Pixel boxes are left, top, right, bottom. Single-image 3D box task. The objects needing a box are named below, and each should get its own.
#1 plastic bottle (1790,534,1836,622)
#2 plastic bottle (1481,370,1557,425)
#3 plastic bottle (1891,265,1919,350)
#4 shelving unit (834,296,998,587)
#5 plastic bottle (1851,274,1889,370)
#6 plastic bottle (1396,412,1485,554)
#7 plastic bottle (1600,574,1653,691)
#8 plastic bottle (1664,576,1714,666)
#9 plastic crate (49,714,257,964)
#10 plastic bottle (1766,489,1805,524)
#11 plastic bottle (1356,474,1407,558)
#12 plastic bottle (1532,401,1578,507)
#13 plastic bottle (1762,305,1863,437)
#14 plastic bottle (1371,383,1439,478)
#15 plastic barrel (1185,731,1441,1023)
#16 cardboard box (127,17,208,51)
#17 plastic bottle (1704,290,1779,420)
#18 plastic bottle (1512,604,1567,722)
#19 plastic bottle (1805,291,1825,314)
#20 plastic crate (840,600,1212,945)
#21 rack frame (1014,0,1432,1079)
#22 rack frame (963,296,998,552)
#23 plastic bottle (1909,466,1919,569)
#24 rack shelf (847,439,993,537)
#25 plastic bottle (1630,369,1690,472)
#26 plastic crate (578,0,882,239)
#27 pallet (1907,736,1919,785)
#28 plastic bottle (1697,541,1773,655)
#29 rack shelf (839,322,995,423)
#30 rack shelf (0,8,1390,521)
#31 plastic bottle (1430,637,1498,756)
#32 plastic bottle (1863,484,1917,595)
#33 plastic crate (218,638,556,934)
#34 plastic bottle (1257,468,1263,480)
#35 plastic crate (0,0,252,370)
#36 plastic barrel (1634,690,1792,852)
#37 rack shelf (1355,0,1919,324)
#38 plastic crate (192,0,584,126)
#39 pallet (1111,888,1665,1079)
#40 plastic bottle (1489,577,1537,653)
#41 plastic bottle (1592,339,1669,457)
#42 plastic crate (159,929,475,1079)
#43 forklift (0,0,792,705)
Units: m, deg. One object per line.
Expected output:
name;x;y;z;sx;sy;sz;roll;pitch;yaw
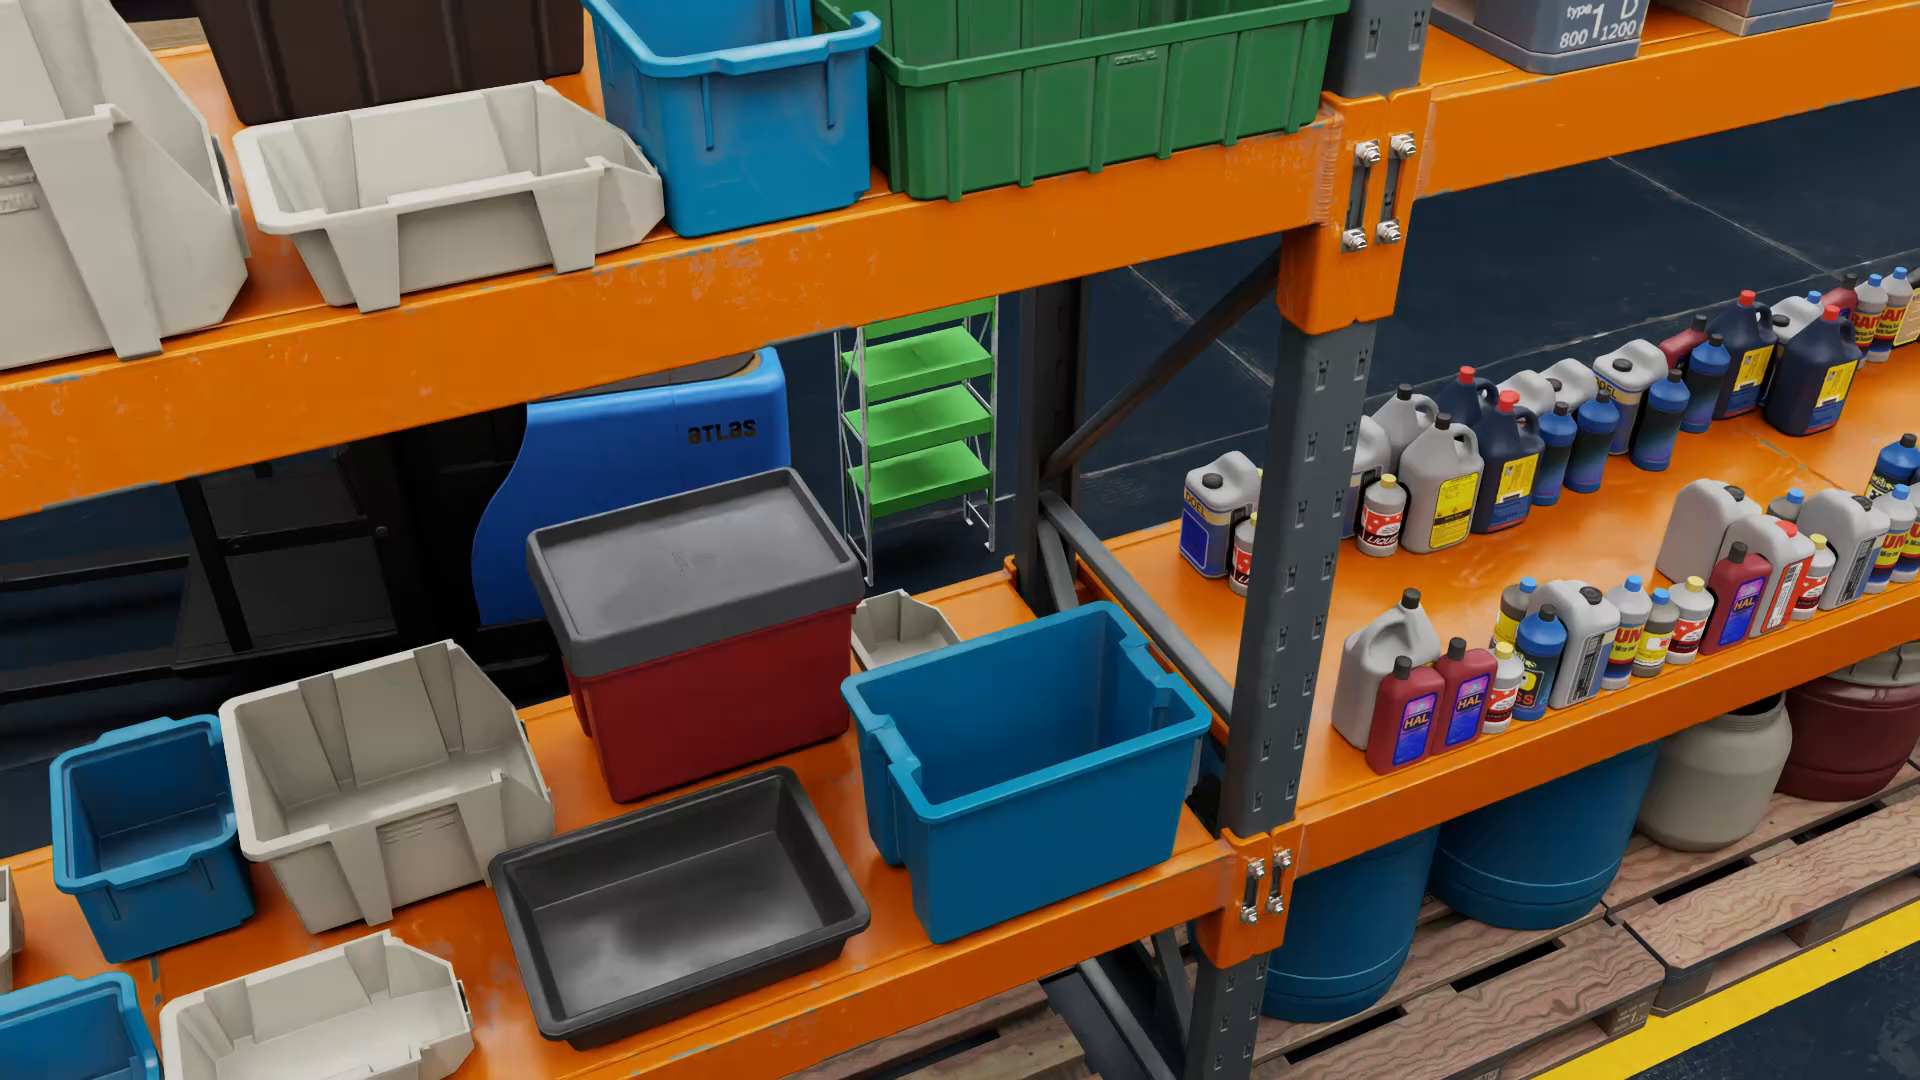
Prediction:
plastic bottle;1.929;0.077;3.795;0.097;0.201;0.097;0;37;0
plastic bottle;1.400;-0.286;4.222;0.135;0.276;0.152;-16;39;-20
plastic bottle;2.717;-0.687;4.757;0.133;0.283;0.061;-16;39;-20
shelving unit;-0.150;-0.440;5.836;0.503;1.200;0.258;-16;39;-20
plastic bottle;2.532;-0.619;4.675;0.097;0.271;0.097;0;37;0
plastic bottle;1.147;-0.153;3.980;0.185;0.351;0.144;-16;39;-20
plastic bottle;1.422;0.191;3.583;0.097;0.271;0.097;0;37;0
plastic bottle;1.598;0.170;3.670;0.097;0.201;0.097;0;37;0
plastic crate;-1.478;0.556;3.073;0.300;0.233;0.416;-16;39;-20
plastic bottle;1.952;-0.029;3.938;0.097;0.201;0.097;0;37;0
plastic bottle;1.013;-0.066;3.988;0.097;0.201;0.097;0;37;0
plastic bottle;1.470;-0.222;4.139;0.097;0.271;0.097;0;37;0
plastic bottle;2.270;-0.462;4.396;0.185;0.351;0.144;-16;39;-20
plastic bottle;1.086;-0.231;4.085;0.185;0.351;0.144;-16;39;-20
plastic barrel;0.893;0.704;4.192;0.708;0.901;0.600;-16;39;-20
cardboard box;-2.929;-2.057;6.382;0.500;0.250;0.500;-15;39;-19
plastic bottle;2.083;-0.510;4.461;0.185;0.351;0.144;-16;39;-20
plastic bottle;1.212;0.250;3.504;0.097;0.271;0.097;0;37;0
plastic bottle;2.323;-0.561;4.596;0.097;0.271;0.097;0;37;0
plastic crate;0.115;0.443;3.098;0.575;0.384;0.392;-16;39;-20
rack frame;0.393;0.158;3.519;0.127;3.000;1.000;-16;39;-20
rack frame;0.071;-0.502;5.919;0.015;1.200;0.240;-16;39;-20
plastic bottle;2.345;-0.114;3.928;0.185;0.351;0.144;-16;39;-20
rack shelf;-0.150;-0.196;6.017;0.480;0.148;0.258;-16;39;-20
plastic bottle;1.801;-0.315;4.264;0.097;0.271;0.097;0;37;0
plastic crate;-0.295;-0.577;2.132;0.300;0.233;0.416;-16;39;-20
pallet;3.318;0.488;5.415;1.213;0.211;1.003;-16;39;-20
plastic bottle;1.710;0.117;3.672;0.133;0.283;0.061;-16;39;-20
rack shelf;-0.150;-0.581;5.731;0.480;0.148;0.258;-16;39;-20
rack shelf;-1.417;-0.251;2.157;4.000;0.370;1.077;-16;39;-20
plastic bottle;1.027;0.308;3.414;0.133;0.283;0.061;-16;39;-20
plastic bottle;2.139;-0.010;3.853;0.097;0.271;0.097;0;37;0
plastic crate;-1.068;0.469;3.149;0.530;0.282;0.437;-16;39;-20
plastic bottle;0.706;-0.080;4.007;0.097;0.201;0.097;0;37;0
plastic crate;-1.090;-0.381;1.827;0.530;0.282;0.437;-16;39;-20
plastic barrel;2.083;0.586;4.678;0.421;0.512;0.421;0;37;0
rack shelf;2.204;-1.264;3.522;4.000;0.370;1.077;-16;39;-20
plastic crate;-0.848;-0.828;2.440;0.590;0.269;0.497;-16;39;-20
pallet;1.109;1.105;4.583;1.213;0.211;1.003;-16;39;-20
plastic bottle;1.235;0.171;3.668;0.097;0.201;0.097;0;37;0
plastic bottle;1.731;-0.379;4.347;0.135;0.276;0.152;-16;39;-20
plastic crate;-1.056;0.843;2.767;0.466;0.136;0.293;-16;39;-20
forklift;-2.108;-0.875;4.969;3.031;2.935;1.130;-9;37;-12
